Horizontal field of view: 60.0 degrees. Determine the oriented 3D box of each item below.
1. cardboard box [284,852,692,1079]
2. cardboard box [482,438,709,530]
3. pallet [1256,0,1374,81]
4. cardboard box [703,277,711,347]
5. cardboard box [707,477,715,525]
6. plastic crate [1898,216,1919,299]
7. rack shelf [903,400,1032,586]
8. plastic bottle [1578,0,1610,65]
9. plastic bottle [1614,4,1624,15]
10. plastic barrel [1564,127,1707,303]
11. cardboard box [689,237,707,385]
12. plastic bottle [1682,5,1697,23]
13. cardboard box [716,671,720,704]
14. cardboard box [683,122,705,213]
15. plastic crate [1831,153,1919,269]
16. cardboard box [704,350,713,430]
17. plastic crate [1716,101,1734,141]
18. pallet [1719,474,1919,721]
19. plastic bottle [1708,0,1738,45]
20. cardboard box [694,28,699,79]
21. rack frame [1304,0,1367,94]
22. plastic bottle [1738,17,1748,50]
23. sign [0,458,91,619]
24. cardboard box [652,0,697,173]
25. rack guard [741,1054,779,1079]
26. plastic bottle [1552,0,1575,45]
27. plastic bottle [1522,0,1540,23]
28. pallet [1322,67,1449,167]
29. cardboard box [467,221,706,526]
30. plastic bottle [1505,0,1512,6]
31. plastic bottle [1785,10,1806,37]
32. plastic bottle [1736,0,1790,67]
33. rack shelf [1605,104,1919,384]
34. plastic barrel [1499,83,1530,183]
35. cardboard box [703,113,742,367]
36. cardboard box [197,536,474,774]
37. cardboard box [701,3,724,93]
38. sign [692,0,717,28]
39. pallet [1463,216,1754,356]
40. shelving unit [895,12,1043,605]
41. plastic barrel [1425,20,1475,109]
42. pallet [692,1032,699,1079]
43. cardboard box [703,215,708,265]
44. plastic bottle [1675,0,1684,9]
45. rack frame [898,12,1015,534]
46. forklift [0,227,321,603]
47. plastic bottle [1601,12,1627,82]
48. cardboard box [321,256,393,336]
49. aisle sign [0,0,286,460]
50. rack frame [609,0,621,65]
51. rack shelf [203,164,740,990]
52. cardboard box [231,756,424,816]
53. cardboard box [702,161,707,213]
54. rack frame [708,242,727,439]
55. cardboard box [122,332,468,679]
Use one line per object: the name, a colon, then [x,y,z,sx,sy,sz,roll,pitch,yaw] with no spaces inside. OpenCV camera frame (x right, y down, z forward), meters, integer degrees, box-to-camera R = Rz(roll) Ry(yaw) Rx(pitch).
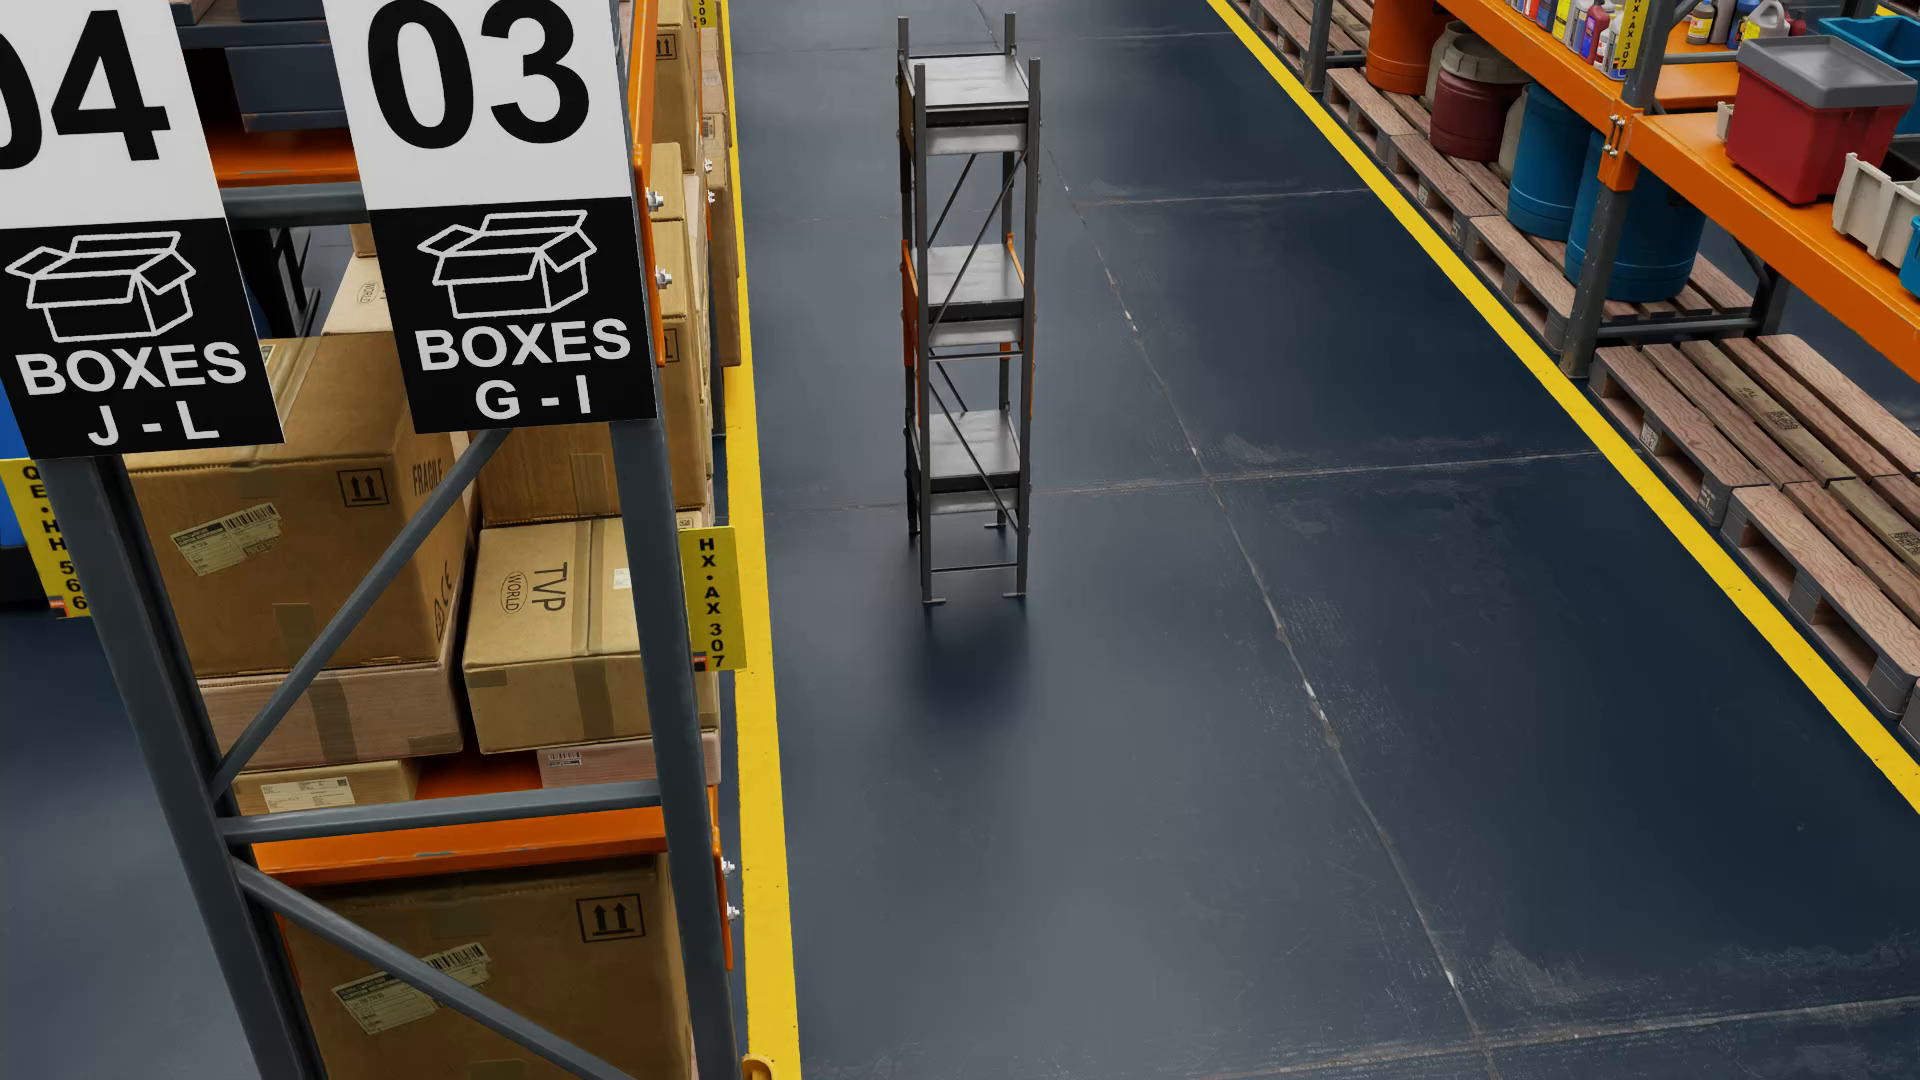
cardboard box: [-1.172,0.896,4.286,0.875,0.875,0.875,-4,35,-6]
cardboard box: [-0.880,-0.096,4.097,0.500,0.250,0.500,-5,35,-7]
pallet: [2.760,-3.580,11.816,1.003,0.211,1.213,-4,35,-6]
cardboard box: [-1.006,-0.724,5.371,0.380,0.149,0.250,-5,35,-7]
cardboard box: [-0.868,-0.150,4.530,0.380,0.149,0.250,-5,35,-7]
plastic crate: [3.371,-0.915,5.524,0.416,0.233,0.300,-4,35,-6]
rack shelf: [0.022,-0.186,6.425,0.431,0.518,0.480,-4,35,-6]
plastic bottle: [2.914,-2.338,7.620,0.061,0.283,0.133,-4,35,-6]
plastic bottle: [3.062,-2.402,7.787,0.097,0.201,0.097,0,34,0]
plastic barrel: [3.307,-1.676,8.036,0.600,0.901,0.708,-4,35,-6]
cardboard box: [-1.020,-0.668,4.936,0.500,0.250,0.500,-5,35,-7]
plastic bottle: [3.615,-2.650,8.151,0.097,0.201,0.097,0,34,0]
cardboard box: [-0.763,0.280,3.899,0.380,0.149,0.250,-5,35,-7]
cardboard box: [-1.153,-1.236,5.769,0.500,0.250,0.500,-3,34,-5]
plastic crate: [3.386,-1.175,5.862,0.437,0.282,0.530,-4,35,-6]
cardboard box: [-0.936,-0.435,4.948,0.380,0.149,0.250,-5,35,-8]
plastic crate: [3.284,-1.710,6.777,0.396,0.136,0.243,-4,35,-6]
pallet: [3.668,0.177,6.303,1.003,0.211,1.213,-4,35,-6]
plastic bottle: [3.629,-2.505,7.872,0.152,0.276,0.135,-4,35,-6]
cardboard box: [-1.427,-2.287,7.354,0.500,0.500,0.500,-4,35,-6]
rack frame: [2.825,-4.297,10.392,1.000,3.000,0.127,-4,35,-6]
plastic bottle: [3.685,-2.357,7.722,0.097,0.201,0.097,0,34,0]
sign: [-1.546,-0.001,2.849,0.100,0.325,0.005,-4,35,-6]
cardboard box: [-1.155,-1.544,5.556,0.500,0.500,0.500,-4,34,-6]
rack guard: [-1.004,1.589,3.975,1.175,0.500,0.348,-4,35,-6]
plastic bottle: [2.915,-2.533,7.847,0.144,0.351,0.185,-4,35,-6]
plastic bottle: [2.873,-2.694,8.150,0.152,0.276,0.135,-4,35,-6]
pallet: [2.973,-2.708,10.536,1.003,0.211,1.213,-4,35,-6]
cardboard box: [-0.871,-0.396,3.870,0.500,0.500,0.500,-5,35,-8]
plastic bottle: [2.812,-2.801,8.373,0.097,0.201,0.097,0,34,0]
plastic bottle: [3.737,-2.254,7.497,0.061,0.283,0.133,-4,35,-6]
plastic bottle: [3.632,-2.288,7.488,0.144,0.351,0.185,-4,35,-6]
rack shelf: [3.632,-0.652,5.681,1.077,0.370,4.000,-4,35,-6]
plastic barrel: [3.224,-2.232,9.198,0.421,0.512,0.421,0,34,0]
cardboard box: [-1.651,-1.341,7.568,1.225,0.875,0.875,-4,35,-6]
cardboard box: [-1.335,0.231,3.616,0.500,0.250,0.500,-5,35,-7]
cardboard box: [-1.898,-2.333,9.023,1.225,0.875,0.875,-4,35,-6]
sign: [-0.995,-2.123,6.363,0.100,0.325,0.005,-4,35,-6]
pallet: [3.301,-1.346,8.538,1.003,0.211,1.213,-4,35,-6]
shelving unit: [0.022,-0.775,6.023,0.431,2.100,0.503,-4,35,-6]
plastic barrel: [3.072,-2.862,10.123,0.421,0.512,0.421,0,34,0]
pallet: [-1.192,1.254,4.722,1.003,0.211,1.213,-4,35,-6]
cardboard box: [-1.075,-1.010,5.792,0.380,0.149,0.250,-4,34,-5]
plastic bottle: [3.617,-2.749,8.224,0.061,0.283,0.133,-4,35,-6]
rack frame: [-0.011,-0.911,6.223,0.400,2.100,0.015,-4,35,-6]
forklift: [-3.478,-1.797,6.784,1.130,2.935,3.031,-6,35,-9]
plastic bottle: [2.990,-2.209,7.438,0.152,0.276,0.135,-4,35,-6]
cardboard box: [-1.545,-0.626,4.875,0.500,0.250,0.500,-4,35,-6]
aisle sign: [-1.294,-0.469,2.466,0.394,0.787,0.004,-4,35,-6]
rack frame: [-1.007,-1.937,1.601,1.000,3.000,0.127,-4,35,-6]
rack shelf: [-1.276,-0.276,5.131,1.077,0.370,4.000,-4,35,-6]
cardboard box: [-1.381,0.472,3.616,0.380,0.149,0.250,-4,34,-5]
cardboard box: [-1.144,-1.297,6.212,0.380,0.149,0.250,-4,34,-5]
rack frame: [-1.545,-1.690,6.566,1.000,3.000,0.127,-4,35,-6]
cardboard box: [-1.333,-0.080,3.408,0.500,0.500,0.500,-4,34,-6]
